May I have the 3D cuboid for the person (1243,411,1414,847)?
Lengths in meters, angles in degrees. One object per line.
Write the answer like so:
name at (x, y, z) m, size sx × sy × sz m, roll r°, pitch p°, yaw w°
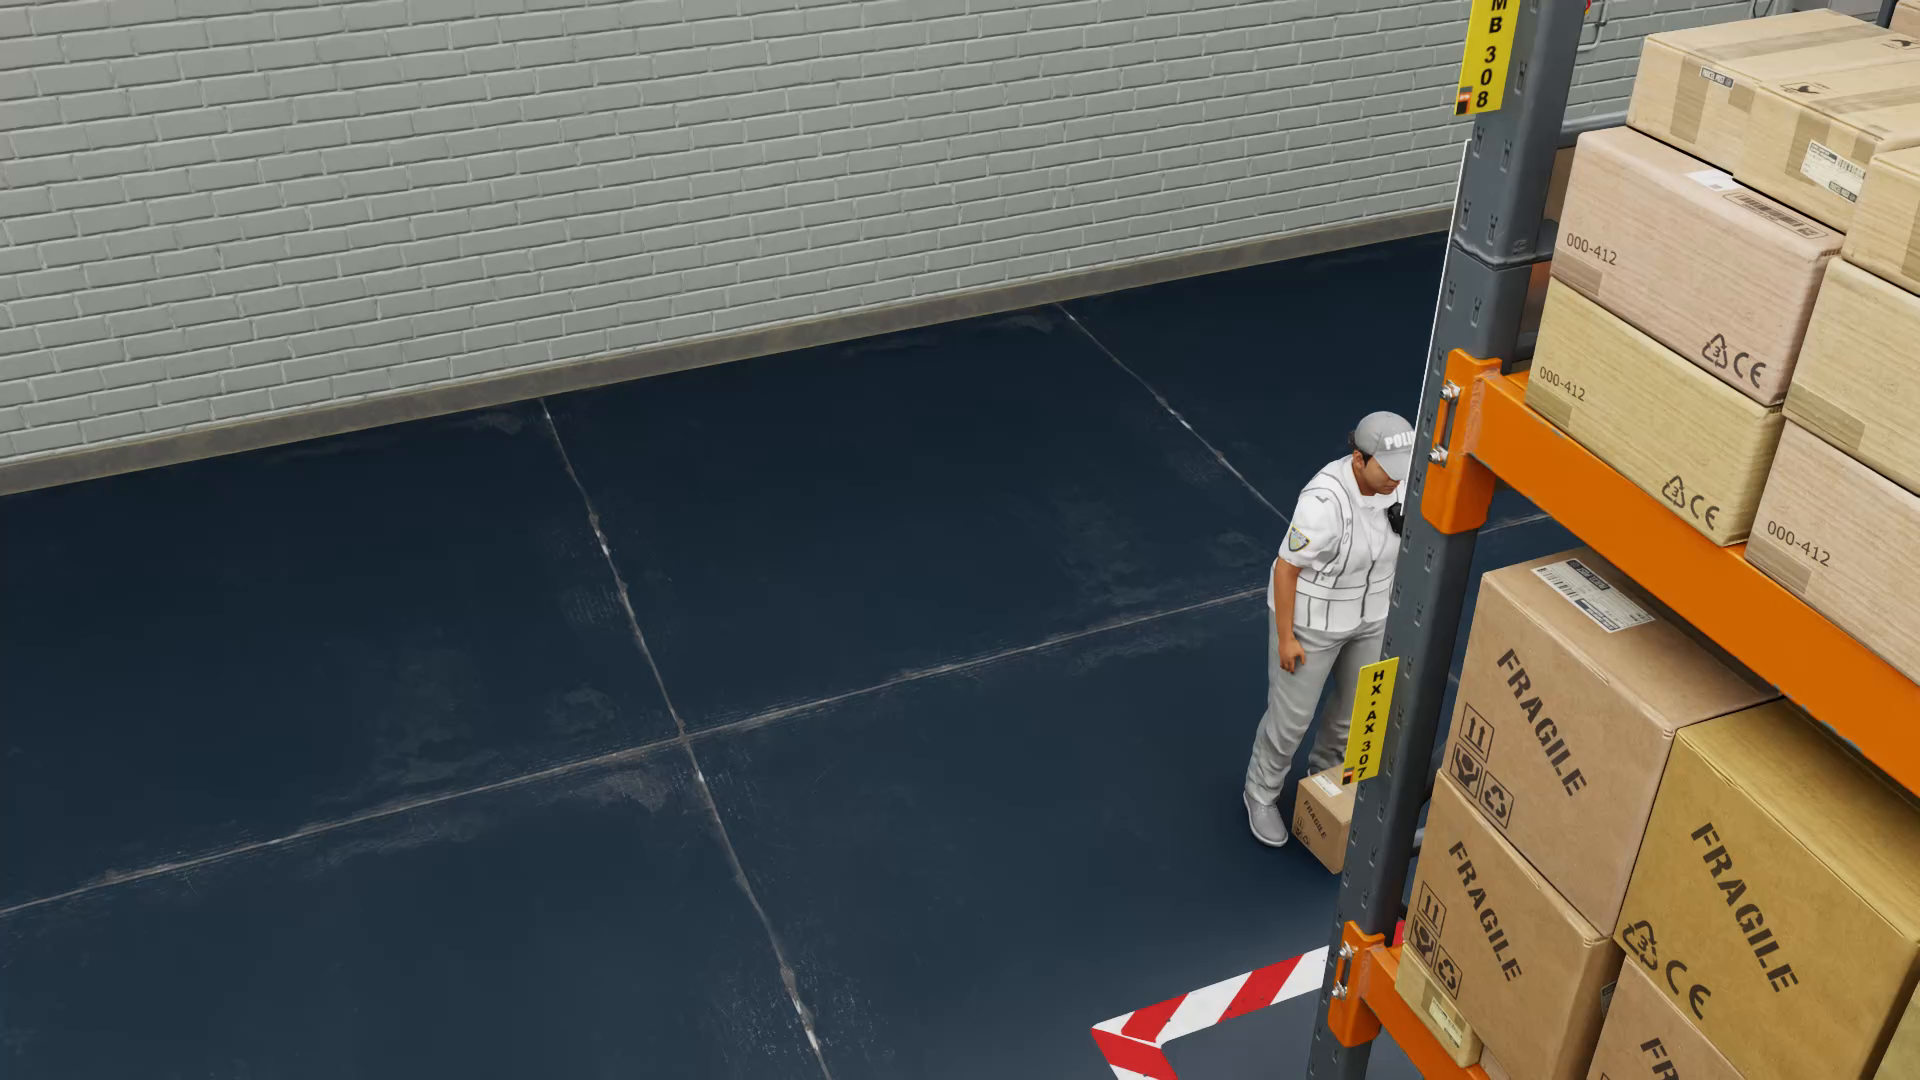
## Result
person at (1.291, 0.284, 5.709) m, size 0.564 × 1.667 × 0.464 m, roll -15°, pitch 36°, yaw -21°
